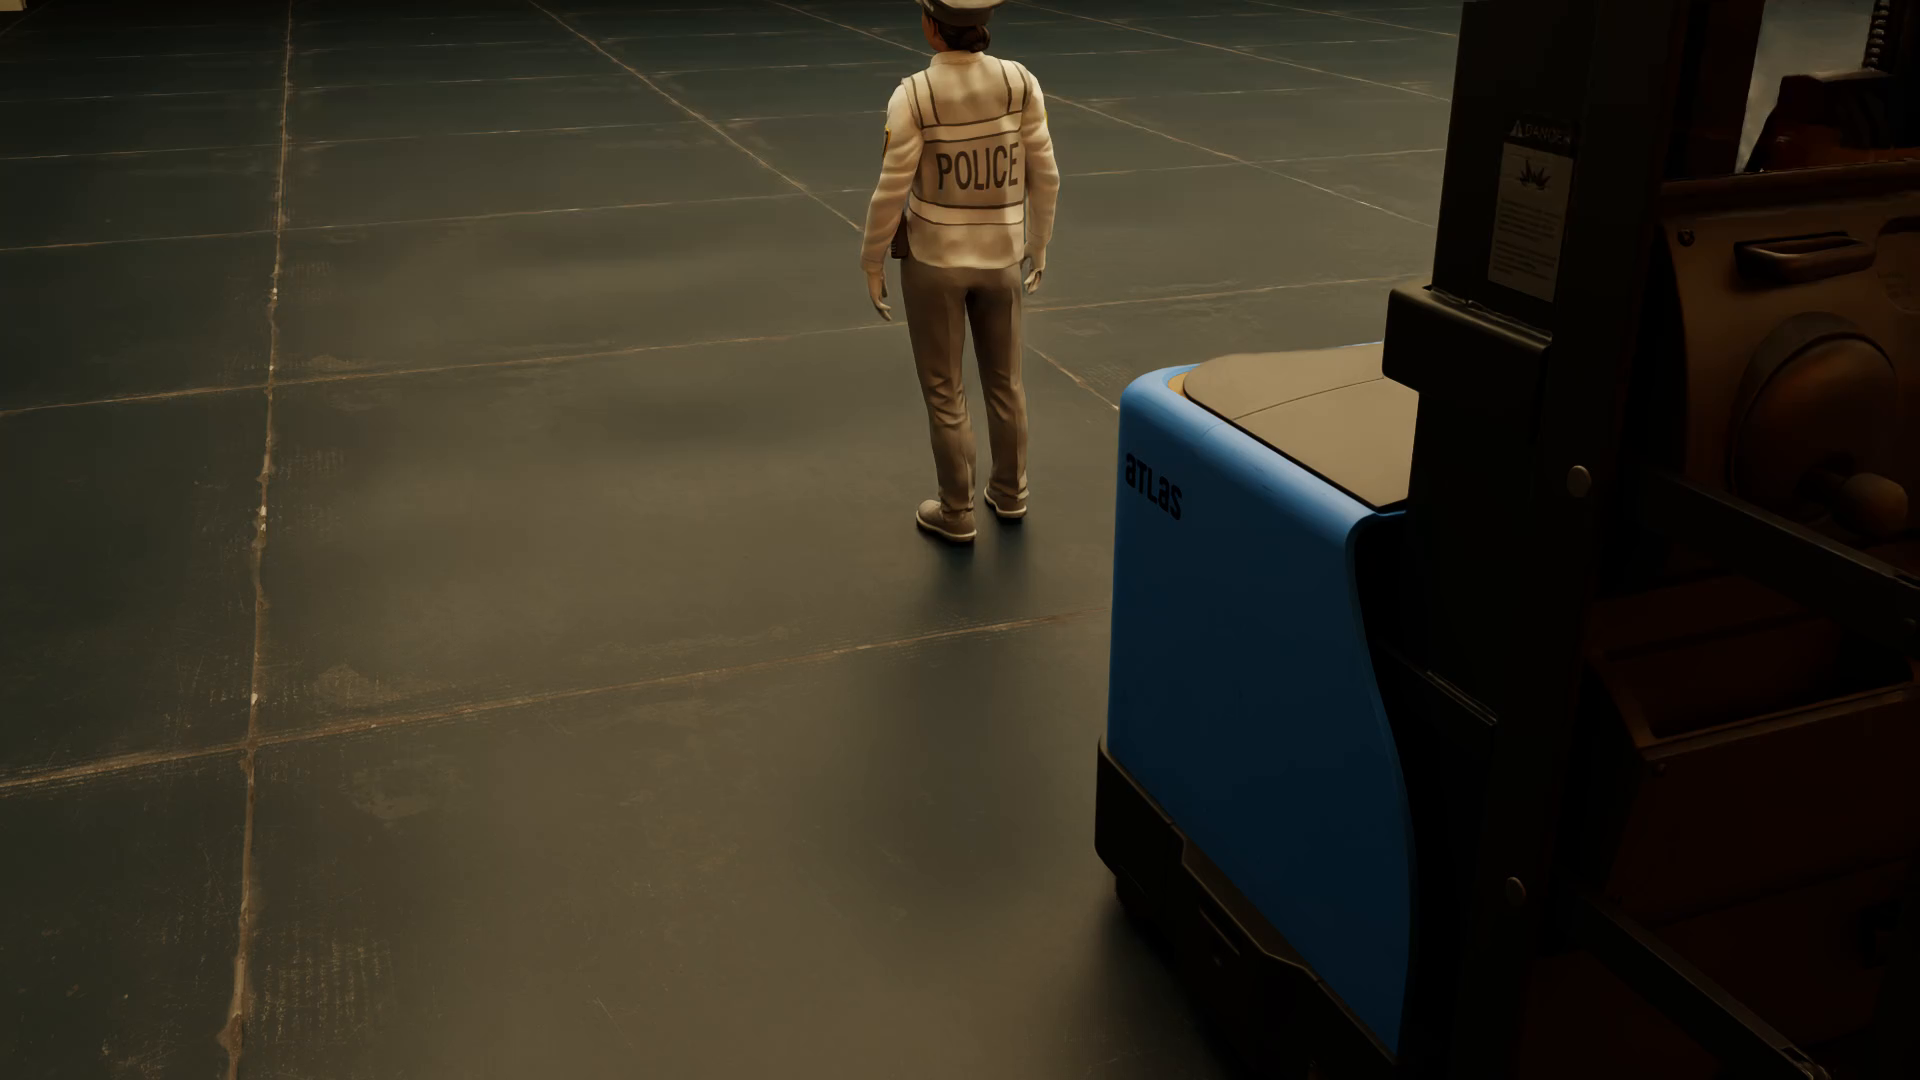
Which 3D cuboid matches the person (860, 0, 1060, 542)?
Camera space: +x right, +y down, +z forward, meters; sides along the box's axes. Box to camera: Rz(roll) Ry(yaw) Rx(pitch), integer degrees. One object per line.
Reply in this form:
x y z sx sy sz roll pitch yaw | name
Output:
-0.017 -0.813 4.808 0.588 1.696 0.533 -8 24 -18 | person

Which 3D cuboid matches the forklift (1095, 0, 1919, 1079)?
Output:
1.286 -0.208 1.794 1.130 2.935 3.031 -9 24 -20 | forklift
